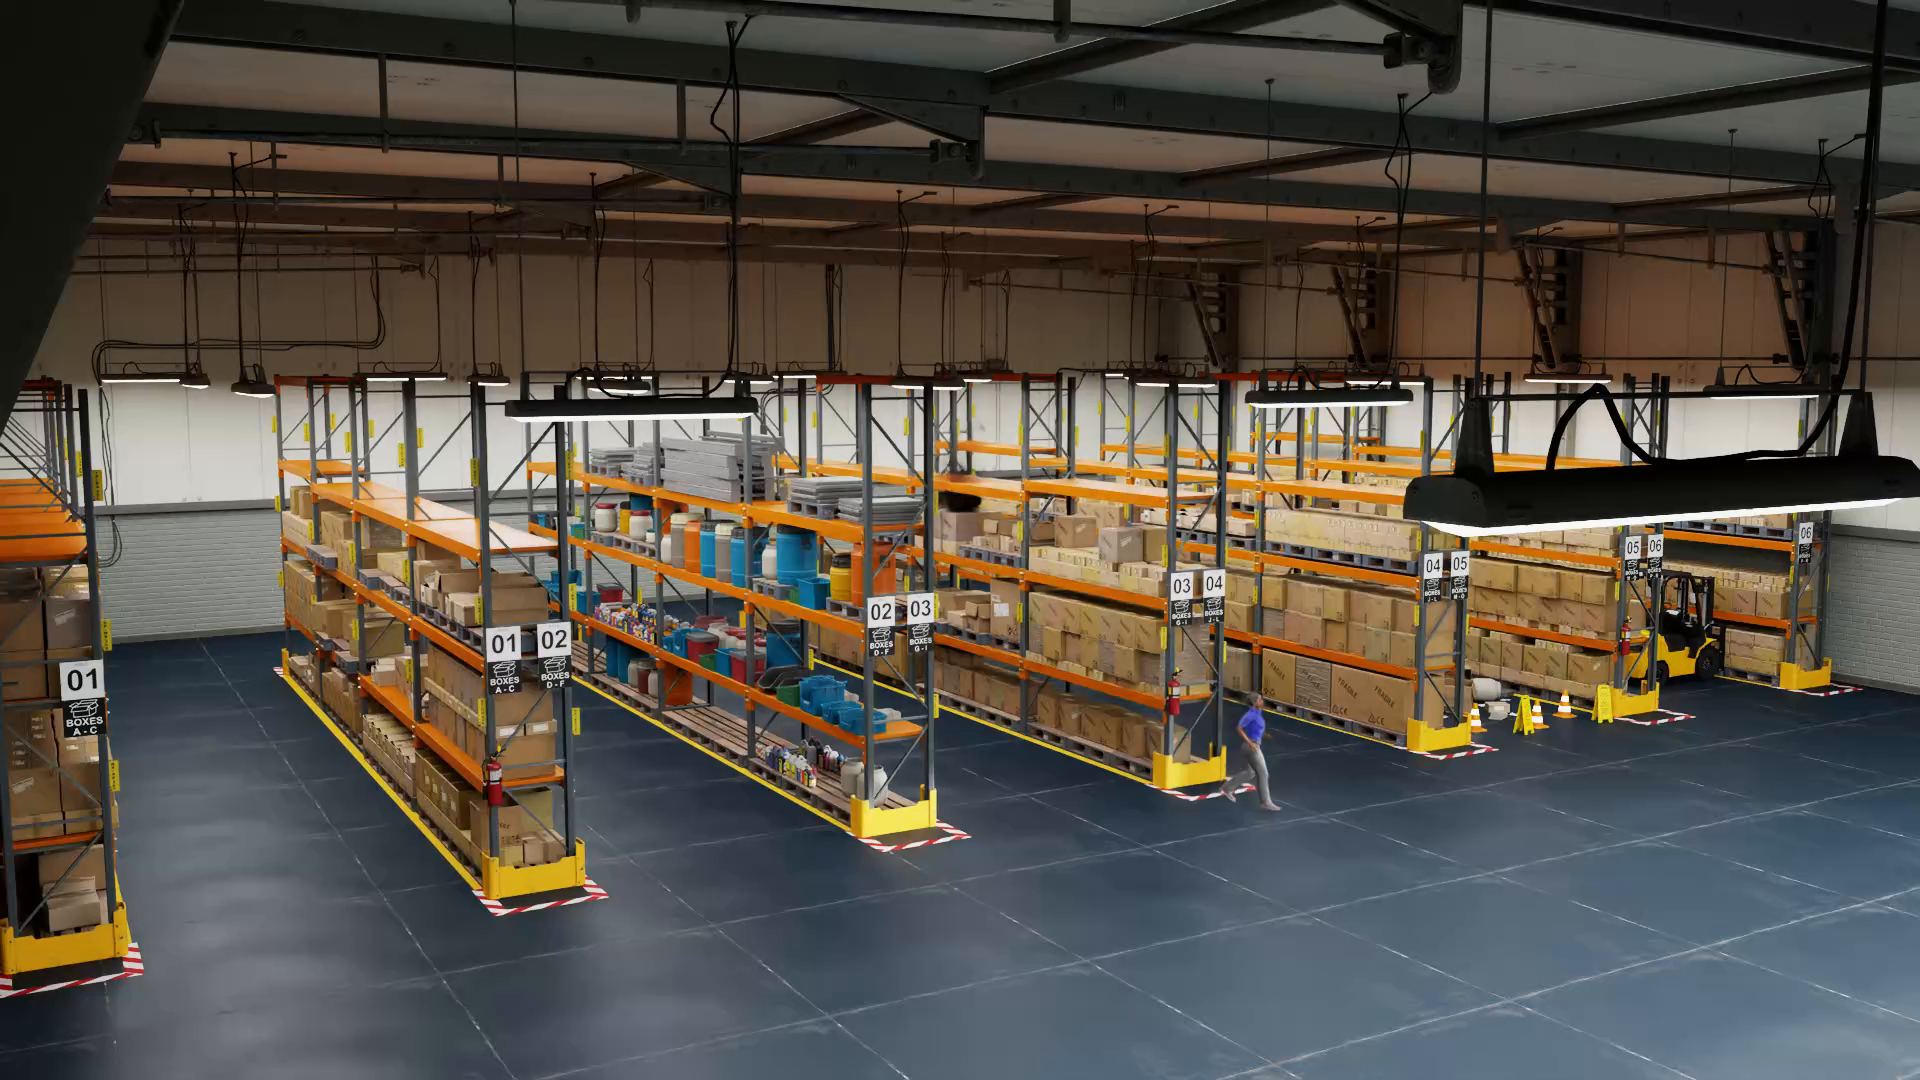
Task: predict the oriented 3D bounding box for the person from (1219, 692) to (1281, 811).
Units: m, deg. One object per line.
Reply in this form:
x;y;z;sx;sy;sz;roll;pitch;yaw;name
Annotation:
4.099;2.949;23.370;0.850;1.646;0.603;1;6;13;person
